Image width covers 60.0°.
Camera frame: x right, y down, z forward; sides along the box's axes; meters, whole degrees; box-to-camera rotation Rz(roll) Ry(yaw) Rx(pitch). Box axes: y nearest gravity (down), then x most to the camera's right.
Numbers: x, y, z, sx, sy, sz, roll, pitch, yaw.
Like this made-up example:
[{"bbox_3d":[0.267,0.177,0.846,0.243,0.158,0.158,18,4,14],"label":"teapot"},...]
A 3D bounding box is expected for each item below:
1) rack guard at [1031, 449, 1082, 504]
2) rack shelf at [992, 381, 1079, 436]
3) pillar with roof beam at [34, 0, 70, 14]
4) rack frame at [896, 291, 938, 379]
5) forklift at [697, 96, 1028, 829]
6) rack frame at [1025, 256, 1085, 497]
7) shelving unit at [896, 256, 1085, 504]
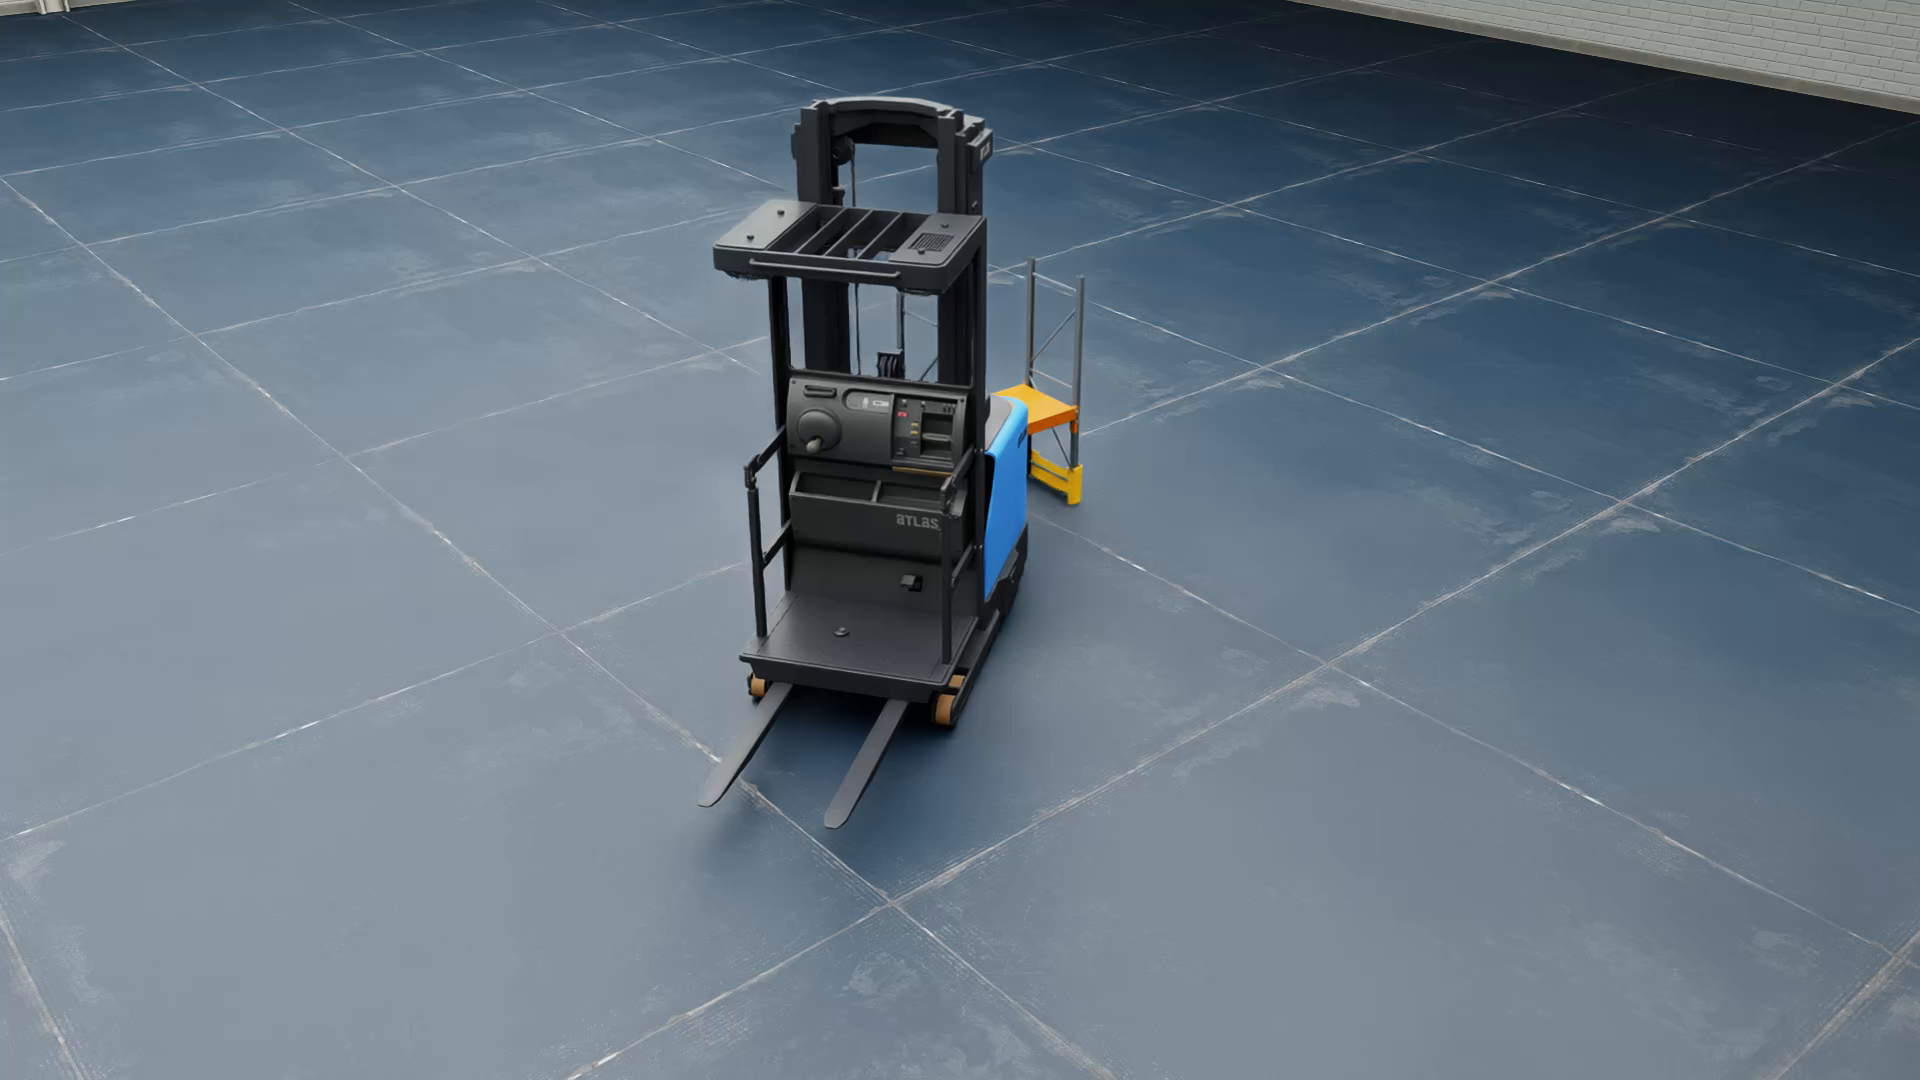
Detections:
[{"bbox_3d":[0.572,-0.459,10.844,0.087,0.250,0.587,-20,34,-33],"label":"rack guard"},{"bbox_3d":[0.189,-0.709,10.366,1.000,0.185,0.538,-20,34,-33],"label":"rack shelf"},{"bbox_3d":[-11.003,-10.473,20.300,0.400,9.000,9.100,-22,35,-35],"label":"pillar with roof beam"},{"bbox_3d":[-0.209,-0.718,10.003,0.032,1.500,0.500,-20,34,-33],"label":"rack frame"},{"bbox_3d":[-0.475,-0.545,8.160,1.130,2.935,3.031,7,29,13],"label":"forklift"},{"bbox_3d":[0.588,-1.016,10.560,0.032,1.500,0.500,-20,34,-33],"label":"rack frame"},{"bbox_3d":[0.182,-0.864,10.276,1.083,1.500,0.587,-20,34,-33],"label":"shelving unit"}]
